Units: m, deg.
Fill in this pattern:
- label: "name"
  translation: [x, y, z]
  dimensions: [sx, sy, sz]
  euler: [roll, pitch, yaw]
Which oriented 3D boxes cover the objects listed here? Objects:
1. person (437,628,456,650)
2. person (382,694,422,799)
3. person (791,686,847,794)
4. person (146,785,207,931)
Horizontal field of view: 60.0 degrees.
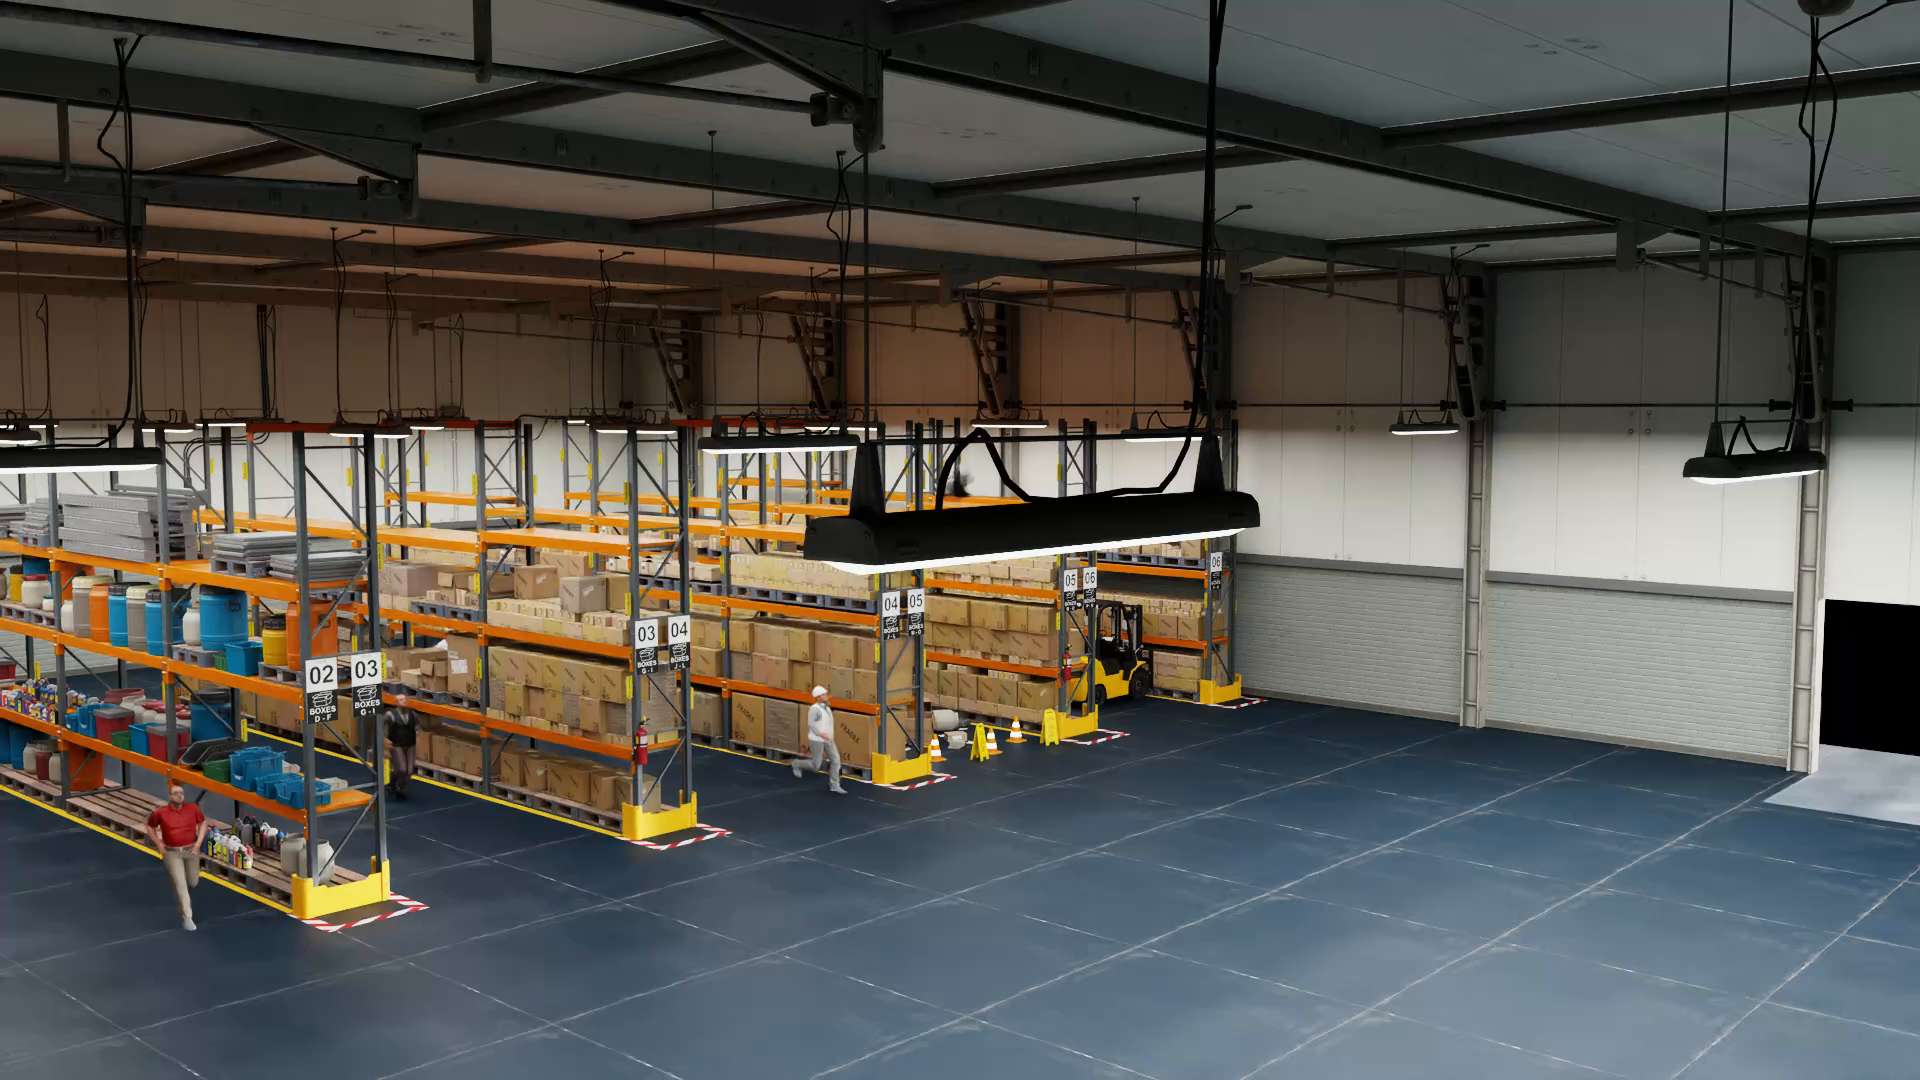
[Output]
- label: "person"
  translation: [-10.466, 2.652, 34.227]
  dimensions: [0.709, 1.772, 0.970]
  euler: [-4, 6, -42]
- label: "person"
  translation: [-8.902, 3.311, 26.595]
  dimensions: [0.542, 1.694, 0.703]
  euler: [5, 7, 45]
- label: "person"
  translation: [-2.289, 3.264, 27.195]
  dimensions: [0.971, 1.759, 0.643]
  euler: [3, 5, 29]
- label: "person"
  translation: [-9.555, 3.846, 20.366]
  dimensions: [0.643, 1.719, 1.018]
  euler: [-5, 6, -44]
